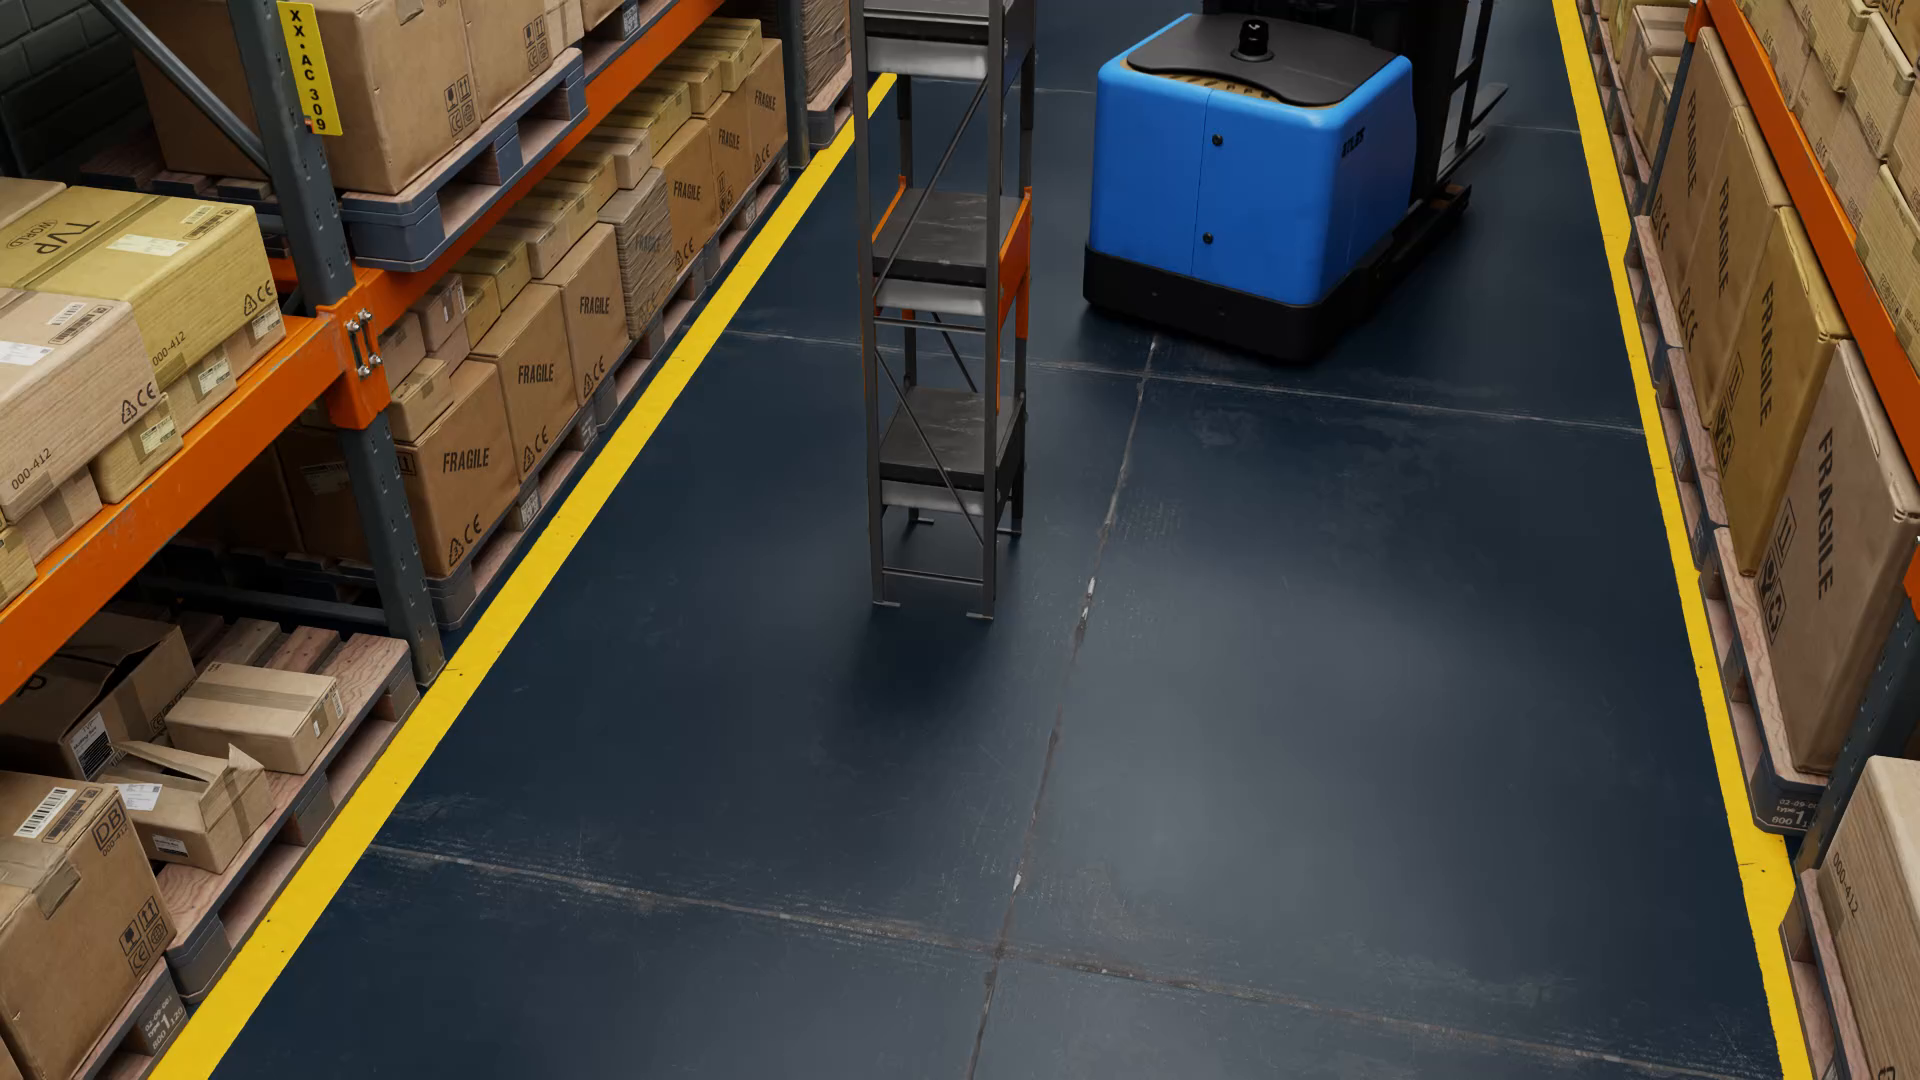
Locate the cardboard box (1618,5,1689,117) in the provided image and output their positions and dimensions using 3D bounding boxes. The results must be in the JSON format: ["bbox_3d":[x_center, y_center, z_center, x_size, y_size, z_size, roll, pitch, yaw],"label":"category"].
[{"bbox_3d":[3.876,-2.378,8.356,0.950,0.372,0.625,7,36,9],"label":"cardboard box"}]

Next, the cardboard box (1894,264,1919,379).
[{"bbox_3d":[2.591,-0.460,3.956,0.500,0.250,0.500,6,36,9],"label":"cardboard box"}]

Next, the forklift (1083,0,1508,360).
[{"bbox_3d":[1.742,-2.731,7.020,1.130,2.935,3.031,21,41,26],"label":"forklift"}]

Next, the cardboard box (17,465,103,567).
[{"bbox_3d":[-2.079,-0.085,3.525,0.380,0.149,0.250,8,37,11],"label":"cardboard box"}]

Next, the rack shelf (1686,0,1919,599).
[{"bbox_3d":[3.168,-1.087,5.307,1.077,0.370,4.000,7,37,10],"label":"rack shelf"}]

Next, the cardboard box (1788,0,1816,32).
[{"bbox_3d":[3.016,-1.827,5.416,0.500,0.250,0.500,7,37,10],"label":"cardboard box"}]

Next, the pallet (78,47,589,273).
[{"bbox_3d":[-1.831,-1.219,5.039,1.003,0.211,1.213,7,37,10],"label":"pallet"}]

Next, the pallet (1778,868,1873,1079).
[{"bbox_3d":[2.502,1.323,3.744,1.003,0.211,1.213,7,37,10],"label":"pallet"}]

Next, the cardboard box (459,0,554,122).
[{"bbox_3d":[-1.676,-1.609,4.970,0.700,0.500,0.500,8,37,10],"label":"cardboard box"}]

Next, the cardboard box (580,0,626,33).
[{"bbox_3d":[-1.509,-2.059,5.591,0.700,0.500,0.500,7,37,10],"label":"cardboard box"}]

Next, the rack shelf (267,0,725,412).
[{"bbox_3d":[-1.682,-1.707,6.162,1.077,0.370,4.000,7,37,10],"label":"rack shelf"}]

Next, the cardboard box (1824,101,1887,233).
[{"bbox_3d":[2.827,-1.039,4.755,0.500,0.250,0.500,6,36,9],"label":"cardboard box"}]

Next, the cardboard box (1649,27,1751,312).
[{"bbox_3d":[3.367,-1.449,6.646,0.875,0.875,0.875,7,37,10],"label":"cardboard box"}]

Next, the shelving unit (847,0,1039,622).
[{"bbox_3d":[-0.035,-0.755,5.003,0.431,2.100,0.503,7,37,10],"label":"shelving unit"}]

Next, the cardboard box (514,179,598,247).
[{"bbox_3d":[-1.555,-1.201,6.071,0.380,0.149,0.250,9,37,12],"label":"cardboard box"}]

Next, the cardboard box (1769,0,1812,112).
[{"bbox_3d":[3.035,-1.619,5.555,0.500,0.250,0.500,8,37,12],"label":"cardboard box"}]

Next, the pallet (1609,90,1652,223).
[{"bbox_3d":[3.764,-1.844,8.114,1.003,0.211,1.213,7,37,10],"label":"pallet"}]

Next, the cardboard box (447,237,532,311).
[{"bbox_3d":[-1.700,-0.921,5.684,0.380,0.149,0.250,7,36,9],"label":"cardboard box"}]

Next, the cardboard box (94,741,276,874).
[{"bbox_3d":[-2.017,0.646,4.275,0.396,0.266,0.258,9,37,12],"label":"cardboard box"}]

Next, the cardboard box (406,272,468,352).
[{"bbox_3d":[-1.764,-0.720,5.154,0.380,0.149,0.250,6,36,8],"label":"cardboard box"}]

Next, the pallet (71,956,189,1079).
[{"bbox_3d":[-2.515,1.372,3.677,1.003,0.211,1.213,7,37,10],"label":"pallet"}]

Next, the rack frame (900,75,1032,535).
[{"bbox_3d":[0.017,-0.895,5.196,0.400,2.100,0.015,7,37,10],"label":"rack frame"}]

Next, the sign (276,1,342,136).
[{"bbox_3d":[-1.577,-1.139,4.027,0.100,0.325,0.005,7,37,10],"label":"sign"}]

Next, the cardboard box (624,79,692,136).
[{"bbox_3d":[-1.341,-1.799,6.896,0.380,0.149,0.250,8,37,11],"label":"cardboard box"}]

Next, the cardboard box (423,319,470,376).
[{"bbox_3d":[-1.789,-0.613,5.259,0.380,0.149,0.250,6,36,9],"label":"cardboard box"}]

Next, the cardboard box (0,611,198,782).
[{"bbox_3d":[-2.481,0.416,4.553,0.500,0.311,0.500,9,37,12],"label":"cardboard box"}]

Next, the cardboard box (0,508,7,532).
[{"bbox_3d":[-2.191,-0.016,3.090,0.500,0.250,0.500,7,37,10],"label":"cardboard box"}]

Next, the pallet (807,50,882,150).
[{"bbox_3d":[-1.040,-2.483,8.996,1.003,0.211,1.213,7,37,10],"label":"pallet"}]

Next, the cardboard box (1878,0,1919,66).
[{"bbox_3d":[2.822,-1.550,4.396,0.500,0.500,0.500,8,37,11],"label":"cardboard box"}]

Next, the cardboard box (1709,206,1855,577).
[{"bbox_3d":[2.981,-0.426,5.234,0.875,0.875,0.875,8,37,11],"label":"cardboard box"}]

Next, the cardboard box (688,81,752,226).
[{"bbox_3d":[-1.252,-1.748,7.378,0.500,0.500,0.500,7,36,9],"label":"cardboard box"}]

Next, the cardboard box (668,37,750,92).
[{"bbox_3d":[-1.141,-2.090,7.298,0.380,0.149,0.250,6,36,8],"label":"cardboard box"}]

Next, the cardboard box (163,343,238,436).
[{"bbox_3d":[-1.965,-0.384,3.937,0.380,0.149,0.250,8,37,11],"label":"cardboard box"}]

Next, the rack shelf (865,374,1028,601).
[{"bbox_3d":[-0.035,-0.177,5.422,0.431,0.518,0.480,7,37,10],"label":"rack shelf"}]

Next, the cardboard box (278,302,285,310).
[{"bbox_3d":[-2.261,-0.671,5.339,0.380,0.149,0.250,7,37,10],"label":"cardboard box"}]

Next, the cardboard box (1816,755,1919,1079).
[{"bbox_3d":[2.502,0.982,3.664,0.875,0.438,0.875,7,36,9],"label":"cardboard box"}]

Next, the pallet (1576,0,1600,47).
[{"bbox_3d":[4.285,-3.243,10.044,1.003,0.211,1.213,7,37,10],"label":"pallet"}]

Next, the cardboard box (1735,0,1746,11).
[{"bbox_3d":[3.245,-2.215,6.378,0.500,0.250,0.500,7,36,9],"label":"cardboard box"}]

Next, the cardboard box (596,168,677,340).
[{"bbox_3d":[-1.454,-1.148,6.549,0.500,0.500,0.500,6,36,8],"label":"cardboard box"}]

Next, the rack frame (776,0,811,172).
[{"bbox_3d":[-1.254,-3.145,7.533,1.000,3.000,0.127,7,37,10],"label":"rack frame"}]

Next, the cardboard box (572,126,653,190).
[{"bbox_3d":[-1.423,-1.494,6.475,0.380,0.149,0.250,6,36,8],"label":"cardboard box"}]

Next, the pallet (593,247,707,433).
[{"bbox_3d":[-1.714,-0.895,6.806,1.003,0.211,1.213,7,37,10],"label":"pallet"}]

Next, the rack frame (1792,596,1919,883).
[{"bbox_3d":[2.741,-0.232,3.514,1.000,3.000,0.127,7,37,10],"label":"rack frame"}]

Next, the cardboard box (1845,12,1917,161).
[{"bbox_3d":[2.802,-1.242,4.609,0.500,0.250,0.500,8,37,11],"label":"cardboard box"}]

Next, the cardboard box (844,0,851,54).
[{"bbox_3d":[-0.976,-3.085,9.116,0.875,0.625,0.625,8,37,11],"label":"cardboard box"}]

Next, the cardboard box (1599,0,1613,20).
[{"bbox_3d":[4.190,-3.211,9.505,0.950,0.372,0.625,10,37,13],"label":"cardboard box"}]

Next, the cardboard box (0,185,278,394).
[{"bbox_3d":[-1.979,-0.589,3.881,0.500,0.250,0.500,8,37,11],"label":"cardboard box"}]

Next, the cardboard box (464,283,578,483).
[{"bbox_3d":[-1.682,-0.565,5.746,0.500,0.500,0.500,7,36,9],"label":"cardboard box"}]

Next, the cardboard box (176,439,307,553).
[{"bbox_3d":[-2.293,-0.328,5.419,0.500,0.500,0.500,7,37,10],"label":"cardboard box"}]

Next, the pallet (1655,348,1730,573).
[{"bbox_3d":[3.091,-0.256,5.923,1.003,0.211,1.213,7,37,10],"label":"pallet"}]
